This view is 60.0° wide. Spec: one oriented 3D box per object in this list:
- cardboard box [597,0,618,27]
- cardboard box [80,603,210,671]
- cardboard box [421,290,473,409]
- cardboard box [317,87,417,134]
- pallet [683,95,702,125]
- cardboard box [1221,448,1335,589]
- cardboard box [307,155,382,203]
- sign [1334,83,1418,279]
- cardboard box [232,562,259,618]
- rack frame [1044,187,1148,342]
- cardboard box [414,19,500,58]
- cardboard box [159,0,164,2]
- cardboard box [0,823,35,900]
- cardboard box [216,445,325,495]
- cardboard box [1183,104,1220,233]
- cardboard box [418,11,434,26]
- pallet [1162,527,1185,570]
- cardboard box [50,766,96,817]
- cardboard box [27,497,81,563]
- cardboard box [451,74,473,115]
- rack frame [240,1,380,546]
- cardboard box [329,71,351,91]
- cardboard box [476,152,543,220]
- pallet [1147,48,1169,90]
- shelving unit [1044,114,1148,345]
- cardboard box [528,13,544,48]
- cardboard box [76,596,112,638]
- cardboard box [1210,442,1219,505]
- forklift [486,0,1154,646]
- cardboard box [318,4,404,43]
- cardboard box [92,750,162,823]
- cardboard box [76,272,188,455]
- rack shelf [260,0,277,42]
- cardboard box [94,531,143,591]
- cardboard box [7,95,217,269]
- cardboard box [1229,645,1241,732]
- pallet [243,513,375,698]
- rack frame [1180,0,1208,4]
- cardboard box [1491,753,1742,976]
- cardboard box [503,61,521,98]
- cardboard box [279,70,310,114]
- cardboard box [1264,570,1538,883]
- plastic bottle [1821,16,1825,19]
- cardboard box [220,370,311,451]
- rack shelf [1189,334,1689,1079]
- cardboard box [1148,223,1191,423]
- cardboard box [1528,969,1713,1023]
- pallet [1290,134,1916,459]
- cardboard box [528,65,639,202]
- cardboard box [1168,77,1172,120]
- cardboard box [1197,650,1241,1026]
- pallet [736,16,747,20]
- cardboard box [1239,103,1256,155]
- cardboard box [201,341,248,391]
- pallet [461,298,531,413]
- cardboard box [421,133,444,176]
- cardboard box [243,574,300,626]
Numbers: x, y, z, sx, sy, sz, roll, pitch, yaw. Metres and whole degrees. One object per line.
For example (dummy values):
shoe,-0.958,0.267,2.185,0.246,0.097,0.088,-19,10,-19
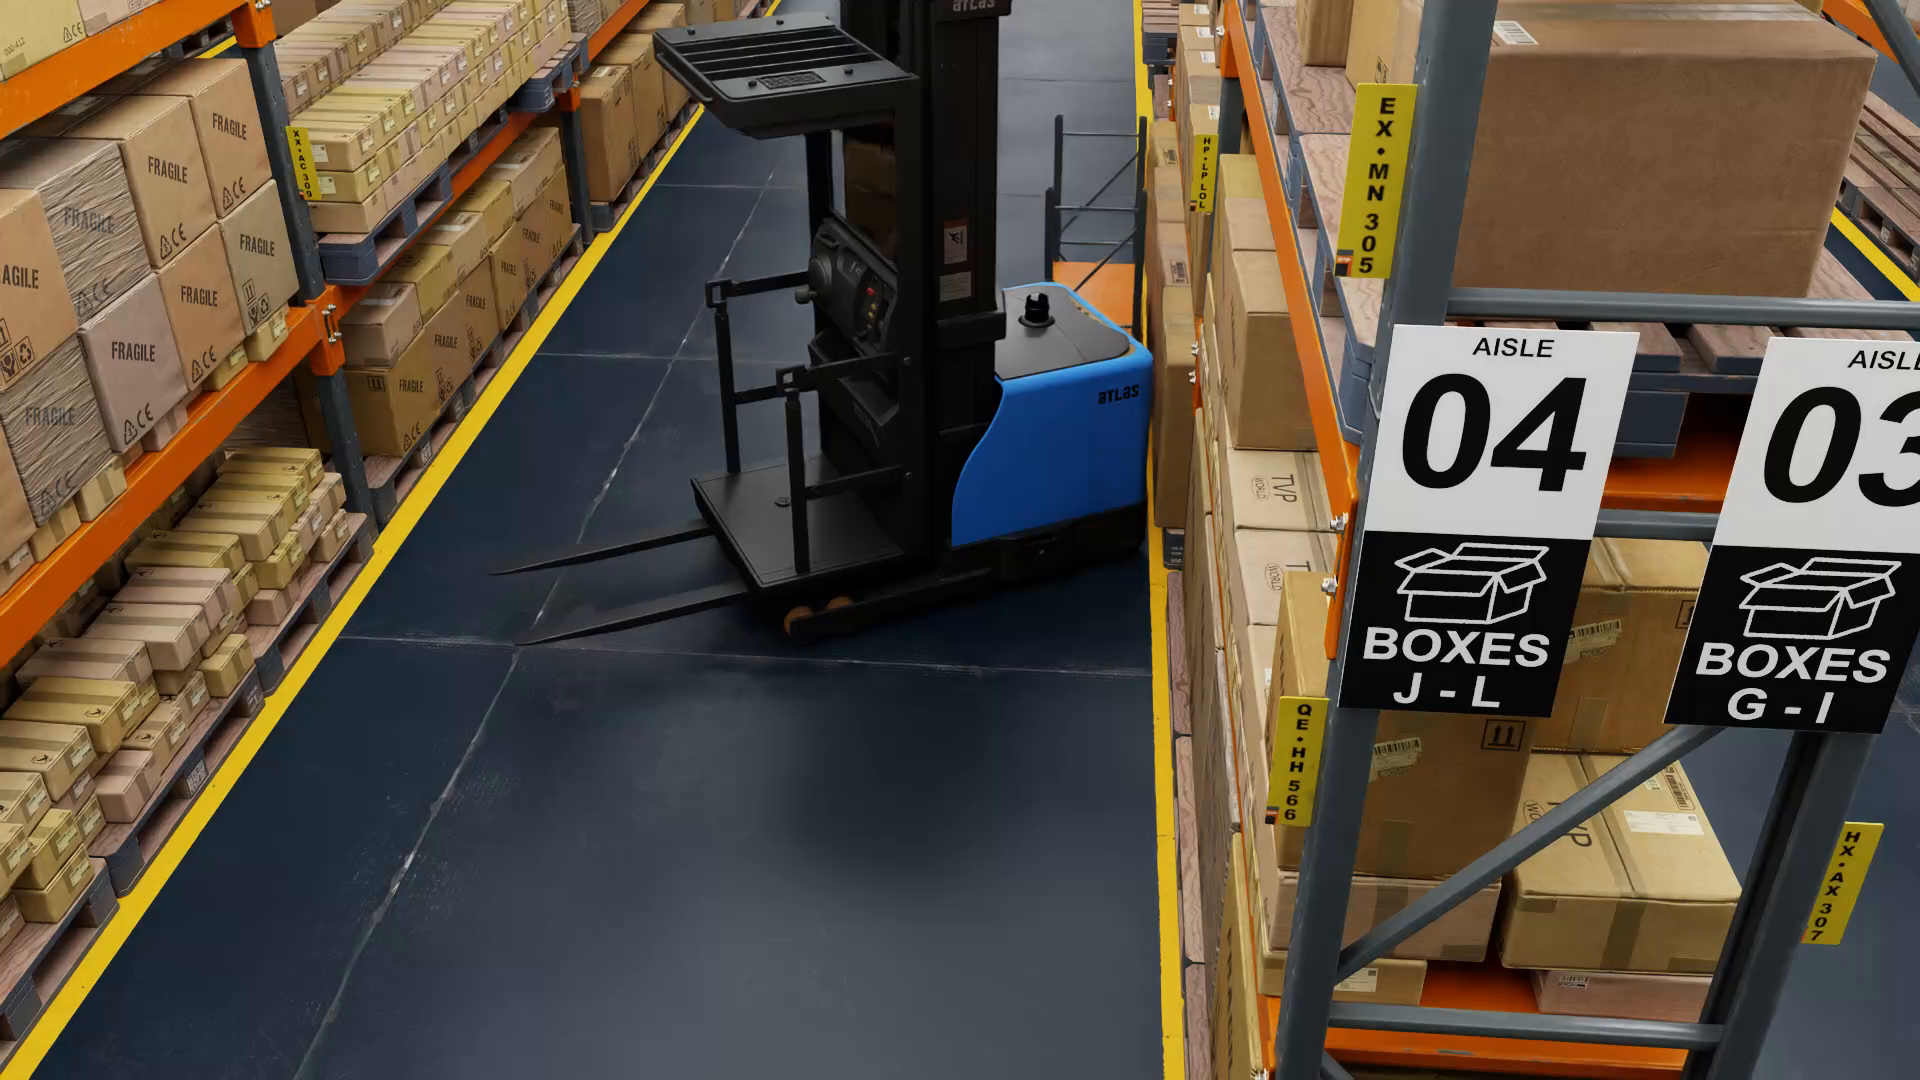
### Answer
cardboard box,-2.723,-3.908,11.637,0.500,0.500,0.500,2,32,4
cardboard box,-3.196,0.379,6.525,0.380,0.149,0.250,1,32,2
cardboard box,-3.027,-1.051,9.079,0.500,0.500,0.500,4,32,6
cardboard box,-2.863,-2.076,8.032,0.380,0.149,0.250,3,32,4
pallet,-2.730,-3.874,14.335,1.003,0.211,1.213,2,32,4
cardboard box,1.113,-0.060,5.347,0.500,0.250,0.500,3,32,4
cardboard box,-2.903,-1.669,7.655,0.380,0.149,0.250,3,32,5
sign,0.677,-0.579,2.703,0.100,0.325,0.005,2,32,4
cardboard box,-3.234,0.212,7.081,0.380,0.149,0.250,3,32,4
rack frame,0.682,-1.107,8.610,0.500,1.500,0.032,2,35,5
cardboard box,-2.758,-2.749,9.124,0.380,0.149,0.250,4,32,6
cardboard box,-3.164,-2.230,6.293,0.500,0.250,0.500,3,32,5
cardboard box,-3.287,1.054,5.431,0.380,0.149,0.250,2,32,4
cardboard box,-3.163,-0.306,7.637,0.380,0.149,0.250,3,32,5
cardboard box,1.391,-1.851,8.299,0.500,0.500,0.500,2,32,3
cardboard box,-3.346,-3.049,9.894,0.380,0.149,0.250,2,32,2
pallet,1.530,-0.239,8.437,1.003,0.211,1.213,2,32,4
cardboard box,-3.354,0.907,5.952,0.380,0.149,0.250,1,32,2
cardboard box,-3.290,-0.059,5.727,0.380,0.149,0.250,4,32,6
cardboard box,-2.801,-2.356,8.769,0.380,0.149,0.250,2,32,3
rack frame,-3.393,-1.285,7.475,1.000,3.000,0.127,2,32,4
cardboard box,-3.454,-2.389,8.823,0.380,0.149,0.250,3,32,4
cardboard box,-2.892,-2.177,10.191,0.500,0.250,0.500,3,32,5
pallet,2.213,-4.369,15.138,1.003,0.211,1.213,2,32,4
shelving unit,0.728,-1.388,9.020,0.587,1.500,1.083,2,35,5
cardboard box,-2.693,-3.020,9.846,0.380,0.149,0.250,3,32,5
cardboard box,-3.727,0.348,6.859,0.380,0.149,0.250,4,32,6
cardboard box,1.104,-0.226,5.997,0.380,0.149,0.250,2,32,3
forklift,-0.656,-1.097,7.236,3.031,2.935,1.130,-13,34,-21
cardboard box,-3.384,-2.919,9.400,0.380,0.149,0.250,4,32,6
cardboard box,-3.241,0.918,6.218,0.380,0.149,0.250,1,32,2
cardboard box,-3.236,-0.657,6.079,0.500,0.500,0.500,2,32,4
rack shelf,-3.230,-3.301,8.574,1.077,0.370,4.000,2,32,4
cardboard box,-3.679,0.081,7.009,0.380,0.149,0.250,2,32,3
cardboard box,-3.199,-1.352,6.252,0.500,0.500,0.500,1,32,2
cardboard box,0.999,0.444,4.909,0.380,0.149,0.250,2,32,3
pallet,-3.413,0.255,7.635,1.003,0.211,1.213,2,32,4
rack frame,1.868,-3.111,10.440,1.000,3.000,0.127,2,32,4
cardboard box,1.525,0.769,4.002,0.500,0.250,0.500,2,32,3
cardboard box,-2.736,-2.635,9.506,0.380,0.149,0.250,1,32,2
cardboard box,-3.490,-2.241,8.299,0.380,0.149,0.250,2,32,4
cardboard box,0.994,0.424,3.848,0.500,0.500,0.500,3,32,5
plastic bottle,7.609,-4.455,14.726,0.144,0.351,0.185,3,32,5
cardboard box,-3.584,-0.797,8.666,0.500,0.500,0.500,2,32,3
rack shelf,1.379,0.332,5.538,1.077,0.370,4.000,2,32,4
cardboard box,1.646,-1.097,8.796,1.225,0.875,0.875,1,32,2
cardboard box,1.574,1.007,3.996,0.380,0.149,0.250,3,32,5
pallet,1.266,-0.556,3.518,1.003,0.211,1.213,2,32,4
cardboard box,-2.928,-2.912,11.860,1.050,0.750,0.750,2,32,3
cardboard box,2.019,-3.465,12.977,0.700,0.500,0.500,0,32,0
cardboard box,1.263,0.984,5.420,0.875,0.875,0.875,2,32,4
pallet,-2.602,-4.675,15.635,1.003,0.211,1.213,2,32,4
cardboard box,1.586,-1.824,7.299,0.797,0.503,0.637,2,32,3
cardboard box,-3.177,-0.742,6.834,0.380,0.149,0.250,4,32,6
pallet,-3.235,-1.144,9.906,1.003,0.211,1.213,2,32,4
cardboard box,-2.840,-1.950,8.394,0.380,0.149,0.250,3,32,4
cardboard box,-3.147,0.243,7.313,0.380,0.149,0.250,1,32,2
